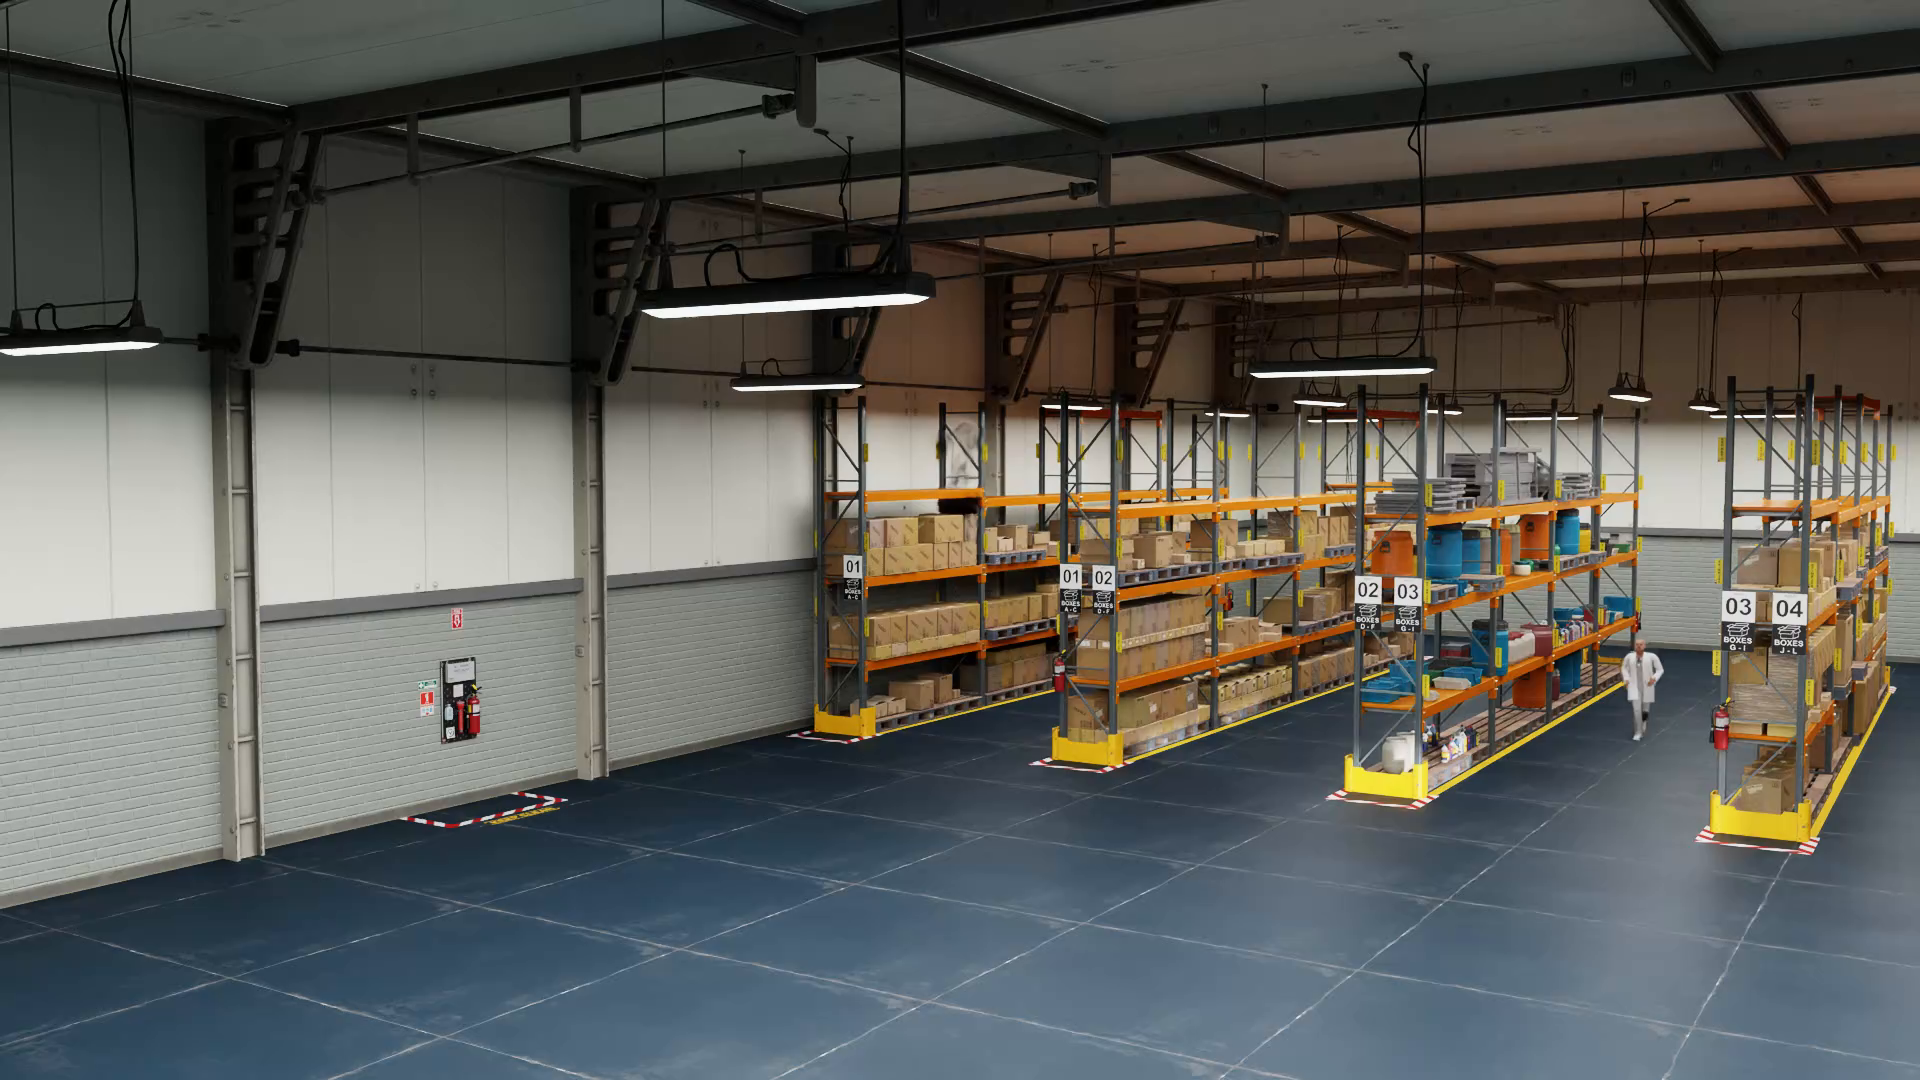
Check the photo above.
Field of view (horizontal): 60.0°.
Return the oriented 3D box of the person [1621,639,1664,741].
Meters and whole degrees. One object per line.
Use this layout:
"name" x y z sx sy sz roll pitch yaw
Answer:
"person" 11.944 2.607 29.160 0.706 1.762 0.752 2 3 29
